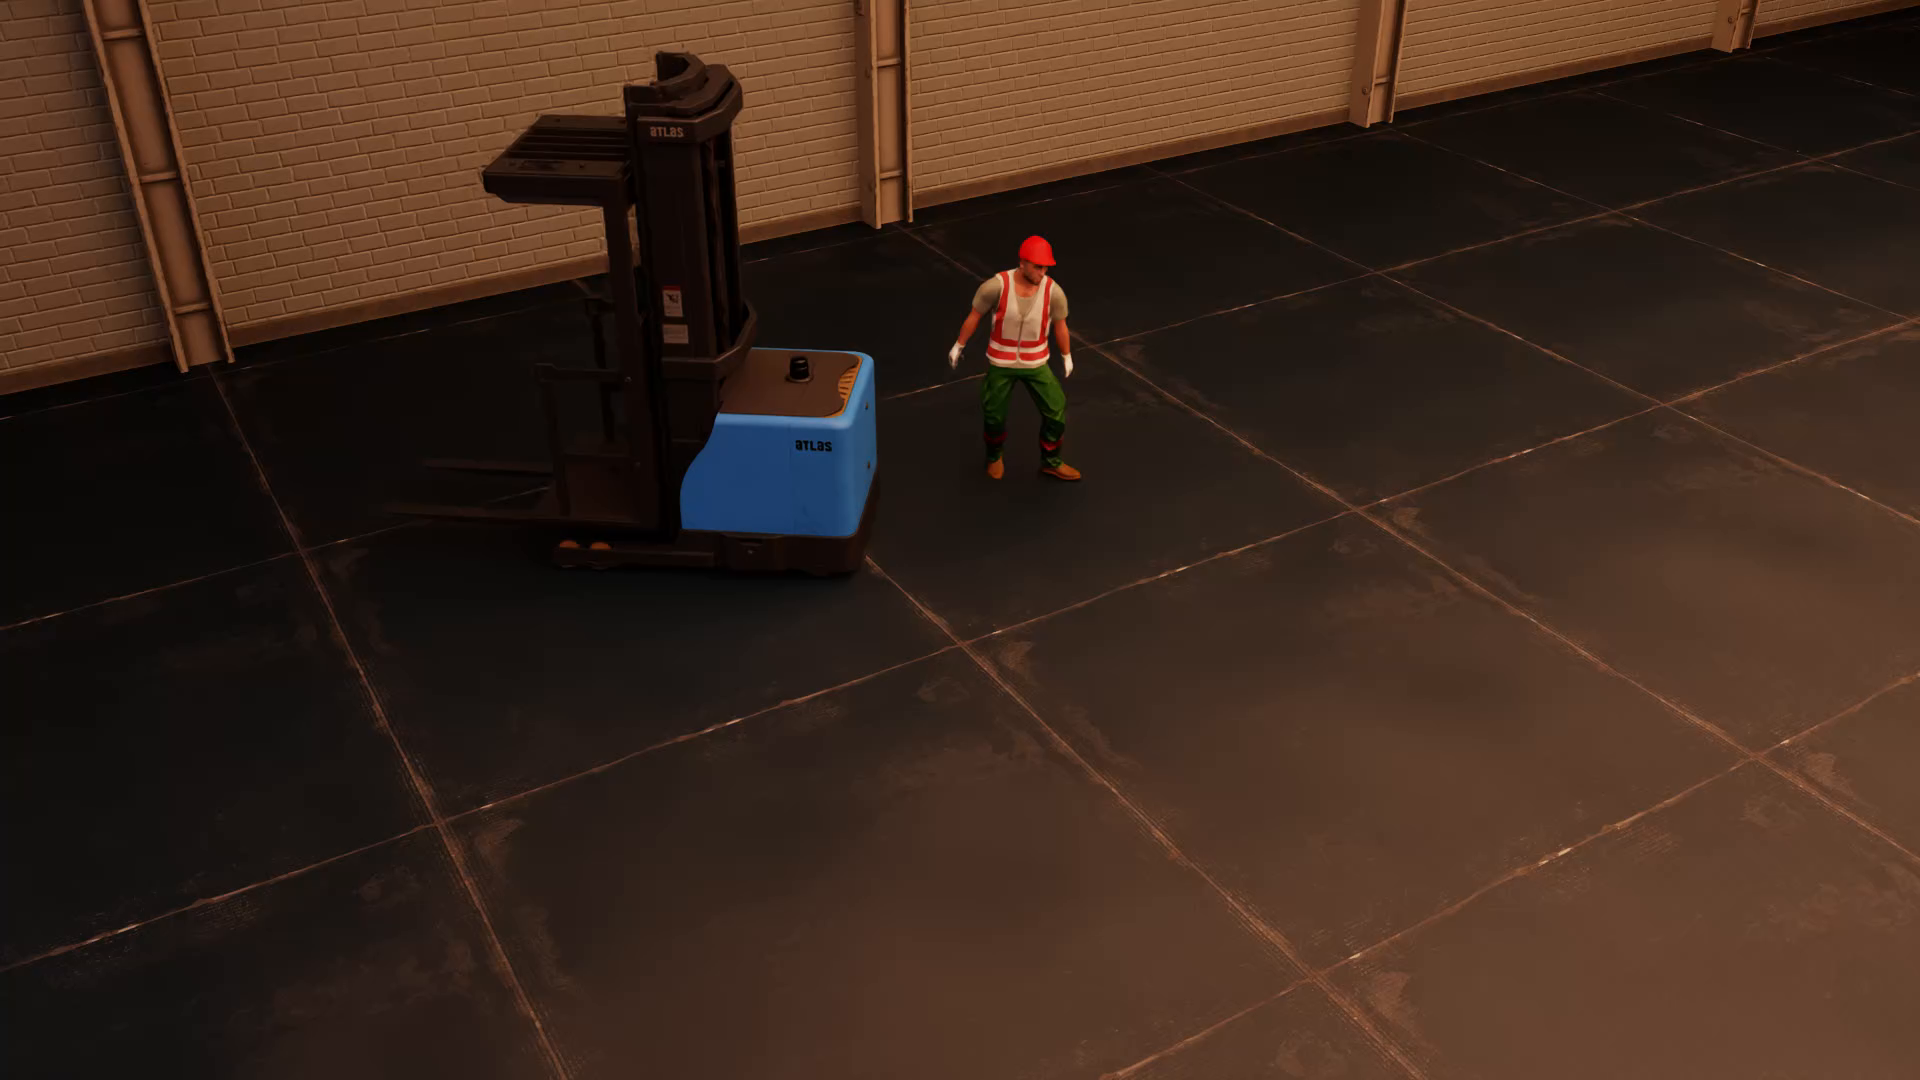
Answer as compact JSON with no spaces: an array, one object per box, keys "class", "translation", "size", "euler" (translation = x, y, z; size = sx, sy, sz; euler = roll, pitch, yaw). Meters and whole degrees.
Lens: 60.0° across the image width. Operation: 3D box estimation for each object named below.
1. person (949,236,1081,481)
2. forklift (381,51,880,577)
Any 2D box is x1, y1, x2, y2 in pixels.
[{"class":"person","translation":[0.370,-1.166,10.796],"size":[0.890,1.745,0.479],"euler":[0,31,1]},{"class":"forklift","translation":[-2.072,-1.341,9.886],"size":[3.031,2.935,1.130],"euler":[3,31,5]}]
